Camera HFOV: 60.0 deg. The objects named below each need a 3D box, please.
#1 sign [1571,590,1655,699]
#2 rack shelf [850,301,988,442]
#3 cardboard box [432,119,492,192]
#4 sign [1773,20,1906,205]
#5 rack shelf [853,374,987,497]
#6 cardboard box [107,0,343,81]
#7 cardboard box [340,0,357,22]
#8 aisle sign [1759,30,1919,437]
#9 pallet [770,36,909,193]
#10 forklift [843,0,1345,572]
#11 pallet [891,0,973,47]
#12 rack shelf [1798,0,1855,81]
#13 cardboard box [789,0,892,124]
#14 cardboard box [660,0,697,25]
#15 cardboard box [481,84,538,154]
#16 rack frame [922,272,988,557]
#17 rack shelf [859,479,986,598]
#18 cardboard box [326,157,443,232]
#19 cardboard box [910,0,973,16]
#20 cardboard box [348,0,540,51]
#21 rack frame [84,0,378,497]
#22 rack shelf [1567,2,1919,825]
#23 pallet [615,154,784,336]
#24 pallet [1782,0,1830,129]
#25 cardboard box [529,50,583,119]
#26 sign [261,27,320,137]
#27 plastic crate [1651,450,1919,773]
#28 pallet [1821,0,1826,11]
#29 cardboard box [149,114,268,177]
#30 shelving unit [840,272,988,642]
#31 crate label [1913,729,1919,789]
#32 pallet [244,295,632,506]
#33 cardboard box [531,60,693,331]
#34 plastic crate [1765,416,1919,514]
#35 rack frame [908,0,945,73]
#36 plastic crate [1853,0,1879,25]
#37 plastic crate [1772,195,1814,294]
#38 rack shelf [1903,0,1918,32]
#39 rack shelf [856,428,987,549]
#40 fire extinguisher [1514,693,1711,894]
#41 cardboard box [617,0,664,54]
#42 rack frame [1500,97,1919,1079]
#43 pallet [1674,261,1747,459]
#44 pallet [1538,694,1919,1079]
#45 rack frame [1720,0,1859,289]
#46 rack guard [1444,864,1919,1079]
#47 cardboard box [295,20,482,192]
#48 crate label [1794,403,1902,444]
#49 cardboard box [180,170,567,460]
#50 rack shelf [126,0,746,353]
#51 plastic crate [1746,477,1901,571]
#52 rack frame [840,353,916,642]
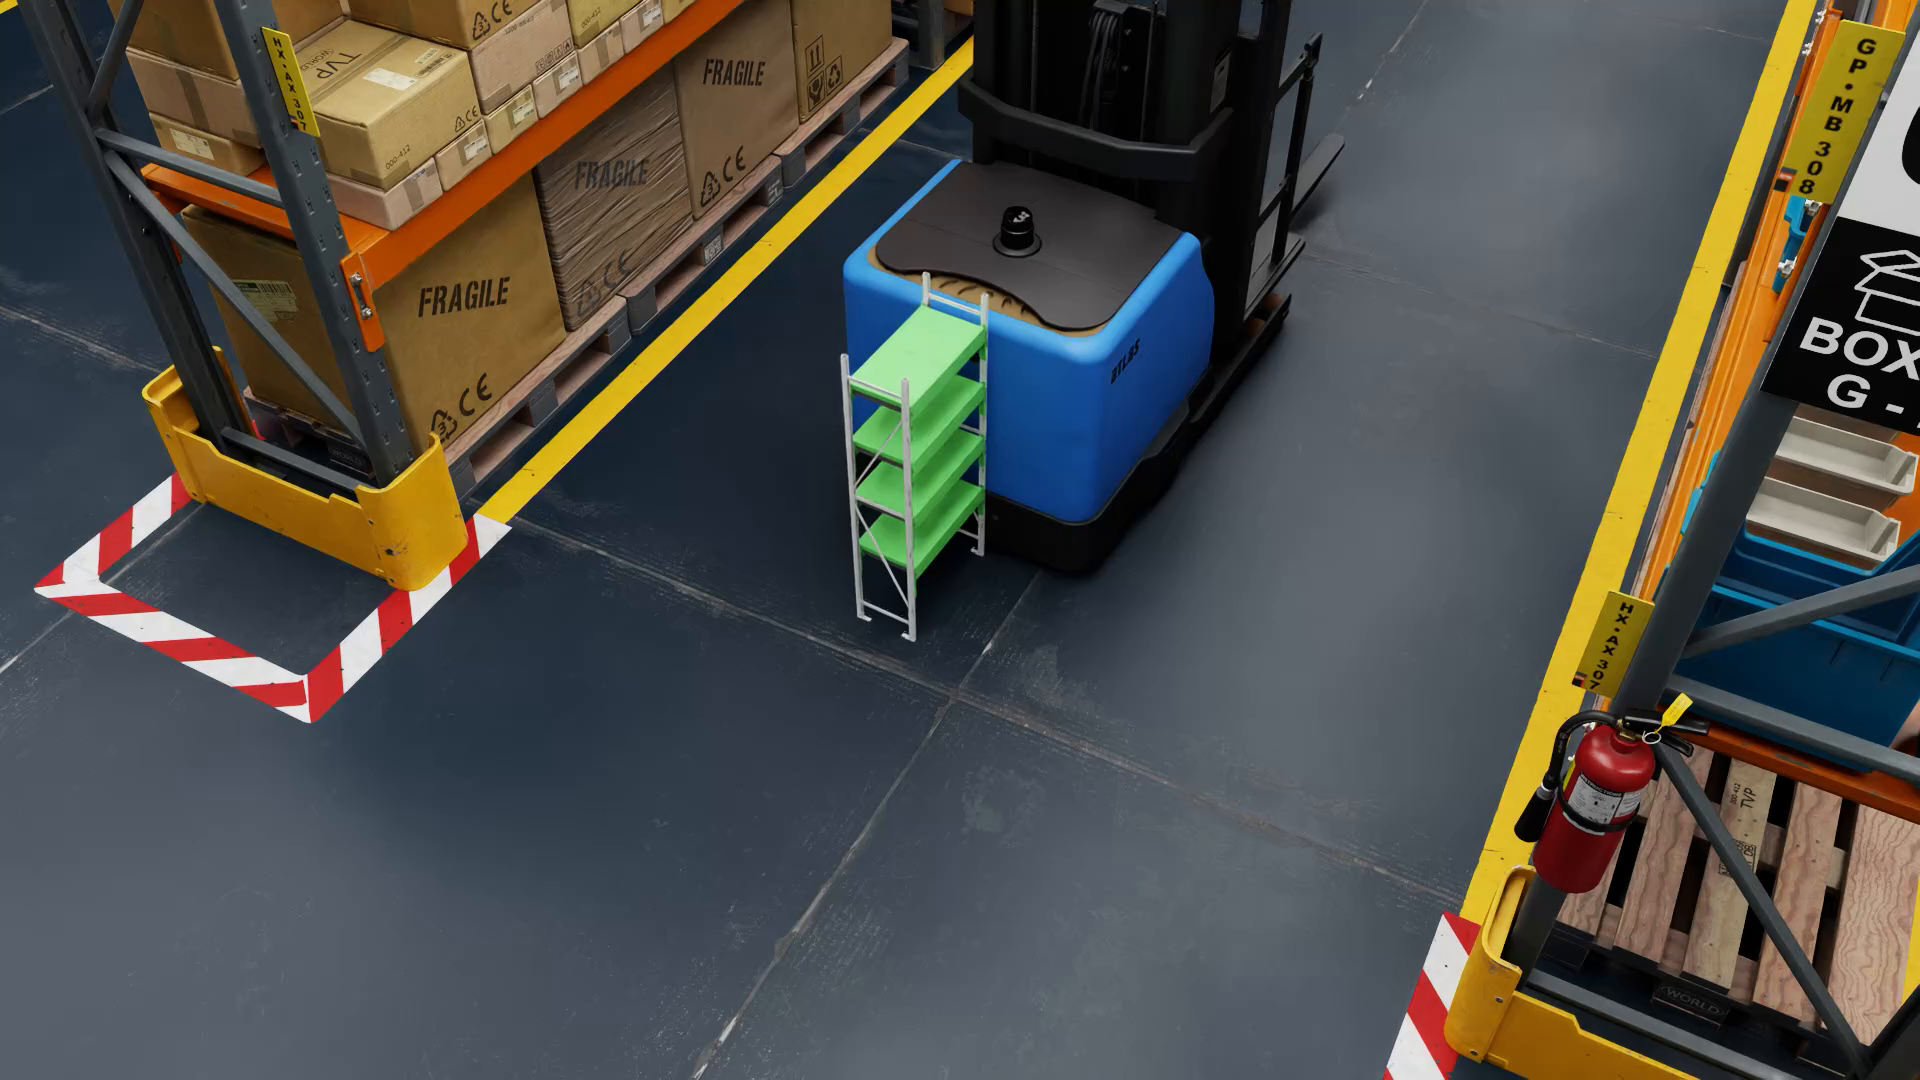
[{"bbox_3d":[1.485,0.241,3.788,0.100,0.325,0.005,20,49,19],"label":"sign"},{"bbox_3d":[-0.139,-0.549,5.364,0.258,0.148,0.480,23,50,21],"label":"rack shelf"},{"bbox_3d":[-1.832,-1.354,5.656,0.380,0.149,0.250,20,49,18],"label":"cardboard box"},{"bbox_3d":[1.485,-0.719,2.817,0.100,0.325,0.005,20,49,19],"label":"sign"},{"bbox_3d":[-0.139,-0.380,5.535,0.258,0.148,0.480,23,50,21],"label":"rack shelf"},{"bbox_3d":[-2.414,-1.875,5.363,0.500,0.500,0.500,21,49,20],"label":"cardboard box"},{"bbox_3d":[-2.181,-1.930,5.944,0.500,0.250,0.500,20,49,18],"label":"cardboard box"},{"bbox_3d":[1.687,-0.495,2.803,0.394,0.787,0.004,20,49,19],"label":"aisle sign"},{"bbox_3d":[-0.973,-2.252,8.327,1.003,0.211,1.213,20,49,19],"label":"pallet"},{"bbox_3d":[0.756,-1.954,6.121,1.130,2.935,3.031,22,49,21],"label":"forklift"},{"bbox_3d":[-0.259,-3.216,9.280,1.003,0.211,1.213,20,49,19],"label":"pallet"},{"bbox_3d":[4.765,-3.057,7.668,1.077,0.370,4.000,20,49,19],"label":"rack shelf"},{"bbox_3d":[-0.928,-2.697,8.005,0.875,0.875,0.875,20,49,19],"label":"cardboard box"},{"bbox_3d":[-1.237,-2.161,6.454,0.380,0.149,0.250,19,48,18],"label":"cardboard box"},{"bbox_3d":[-1.714,-1.515,5.815,0.380,0.149,0.250,19,48,18],"label":"cardboard box"},{"bbox_3d":[-0.016,-0.406,5.808,0.240,1.200,0.015,23,50,21],"label":"rack frame"},{"bbox_3d":[-0.139,-0.043,5.876,0.258,0.148,0.480,23,50,21],"label":"rack shelf"},{"bbox_3d":[-1.950,-1.192,5.496,0.380,0.149,0.250,21,49,19],"label":"cardboard box"},{"bbox_3d":[-0.271,-3.496,8.795,1.225,0.875,0.875,21,49,19],"label":"cardboard box"},{"bbox_3d":[-1.713,-2.009,5.496,0.500,0.500,0.500,19,48,18],"label":"cardboard box"},{"bbox_3d":[-2.410,-1.167,5.294,0.949,2.616,0.053,20,49,19],"label":"rack frame"},{"bbox_3d":[2.908,-0.537,5.178,1.077,0.370,4.000,20,49,19],"label":"rack shelf"},{"bbox_3d":[-1.538,-1.481,7.565,1.003,0.211,1.213,20,49,19],"label":"pallet"},{"bbox_3d":[4.797,-2.314,8.388,1.003,0.211,1.213,20,49,19],"label":"pallet"},{"bbox_3d":[-1.594,-1.680,5.978,0.380,0.149,0.250,20,49,18],"label":"cardboard box"},{"bbox_3d":[-1.919,-1.311,4.772,0.100,0.325,0.005,20,49,19],"label":"sign"},{"bbox_3d":[1.970,0.164,3.912,0.616,0.435,0.499,20,49,19],"label":"plastic crate"},{"bbox_3d":[5.364,-3.079,9.145,1.003,0.211,1.213,20,49,19],"label":"pallet"},{"bbox_3d":[-2.534,-1.410,5.712,0.380,0.149,0.250,21,49,20],"label":"cardboard box"},{"bbox_3d":[-0.139,-0.257,5.660,0.258,1.200,0.503,23,50,21],"label":"shelving unit"},{"bbox_3d":[2.386,0.461,3.761,0.416,0.233,0.303,20,49,19],"label":"crate label"},{"bbox_3d":[-2.105,-0.715,6.808,1.003,0.211,1.213,20,49,19],"label":"pallet"},{"bbox_3d":[-1.759,-1.569,6.891,0.875,0.875,0.875,20,49,19],"label":"cardboard box"},{"bbox_3d":[2.345,-0.210,4.492,0.396,0.136,0.243,20,49,19],"label":"plastic crate"},{"bbox_3d":[-0.550,-3.685,7.783,1.000,3.000,0.127,20,49,19],"label":"rack frame"},{"bbox_3d":[3.200,-1.614,5.649,0.402,0.464,0.583,20,49,19],"label":"plastic crate"},{"bbox_3d":[2.706,-0.871,5.077,0.416,0.233,0.300,20,49,19],"label":"plastic crate"},{"bbox_3d":[2.908,-1.660,4.041,0.919,0.124,3.809,20,49,19],"label":"rack shelf"},{"bbox_3d":[-0.139,-0.212,5.705,0.258,0.148,0.480,23,50,21],"label":"rack shelf"},{"bbox_3d":[1.507,0.573,3.891,0.296,0.674,0.183,20,49,19],"label":"fire extinguisher"},{"bbox_3d":[-1.355,-2.003,6.297,0.380,0.149,0.250,20,49,19],"label":"cardboard box"},{"bbox_3d":[1.980,0.470,3.677,1.000,3.000,0.127,20,49,19],"label":"rack frame"},{"bbox_3d":[3.530,-0.594,6.689,1.003,0.211,1.213,20,49,19],"label":"pallet"},{"bbox_3d":[2.397,0.943,5.169,1.003,0.211,1.213,20,49,19],"label":"pallet"},{"bbox_3d":[3.836,-2.050,6.167,1.000,3.000,0.127,20,49,19],"label":"rack frame"},{"bbox_3d":[1.980,1.368,4.547,1.175,0.500,0.348,20,49,19],"label":"rack guard"},{"bbox_3d":[-1.945,-1.431,5.451,0.500,0.250,0.500,19,48,18],"label":"cardboard box"},{"bbox_3d":[2.453,-0.394,4.673,0.396,0.136,0.243,20,49,19],"label":"crate label"},{"bbox_3d":[-2.181,-0.996,6.324,0.875,0.875,0.875,20,49,19],"label":"cardboard box"},{"bbox_3d":[-1.479,-2.173,6.794,1.077,0.370,4.000,20,49,19],"label":"rack shelf"},{"bbox_3d":[2.198,-0.032,4.316,0.396,0.136,0.243,20,49,19],"label":"plastic crate"},{"bbox_3d":[-0.262,-0.107,5.512,0.240,1.200,0.015,23,50,21],"label":"rack frame"}]
